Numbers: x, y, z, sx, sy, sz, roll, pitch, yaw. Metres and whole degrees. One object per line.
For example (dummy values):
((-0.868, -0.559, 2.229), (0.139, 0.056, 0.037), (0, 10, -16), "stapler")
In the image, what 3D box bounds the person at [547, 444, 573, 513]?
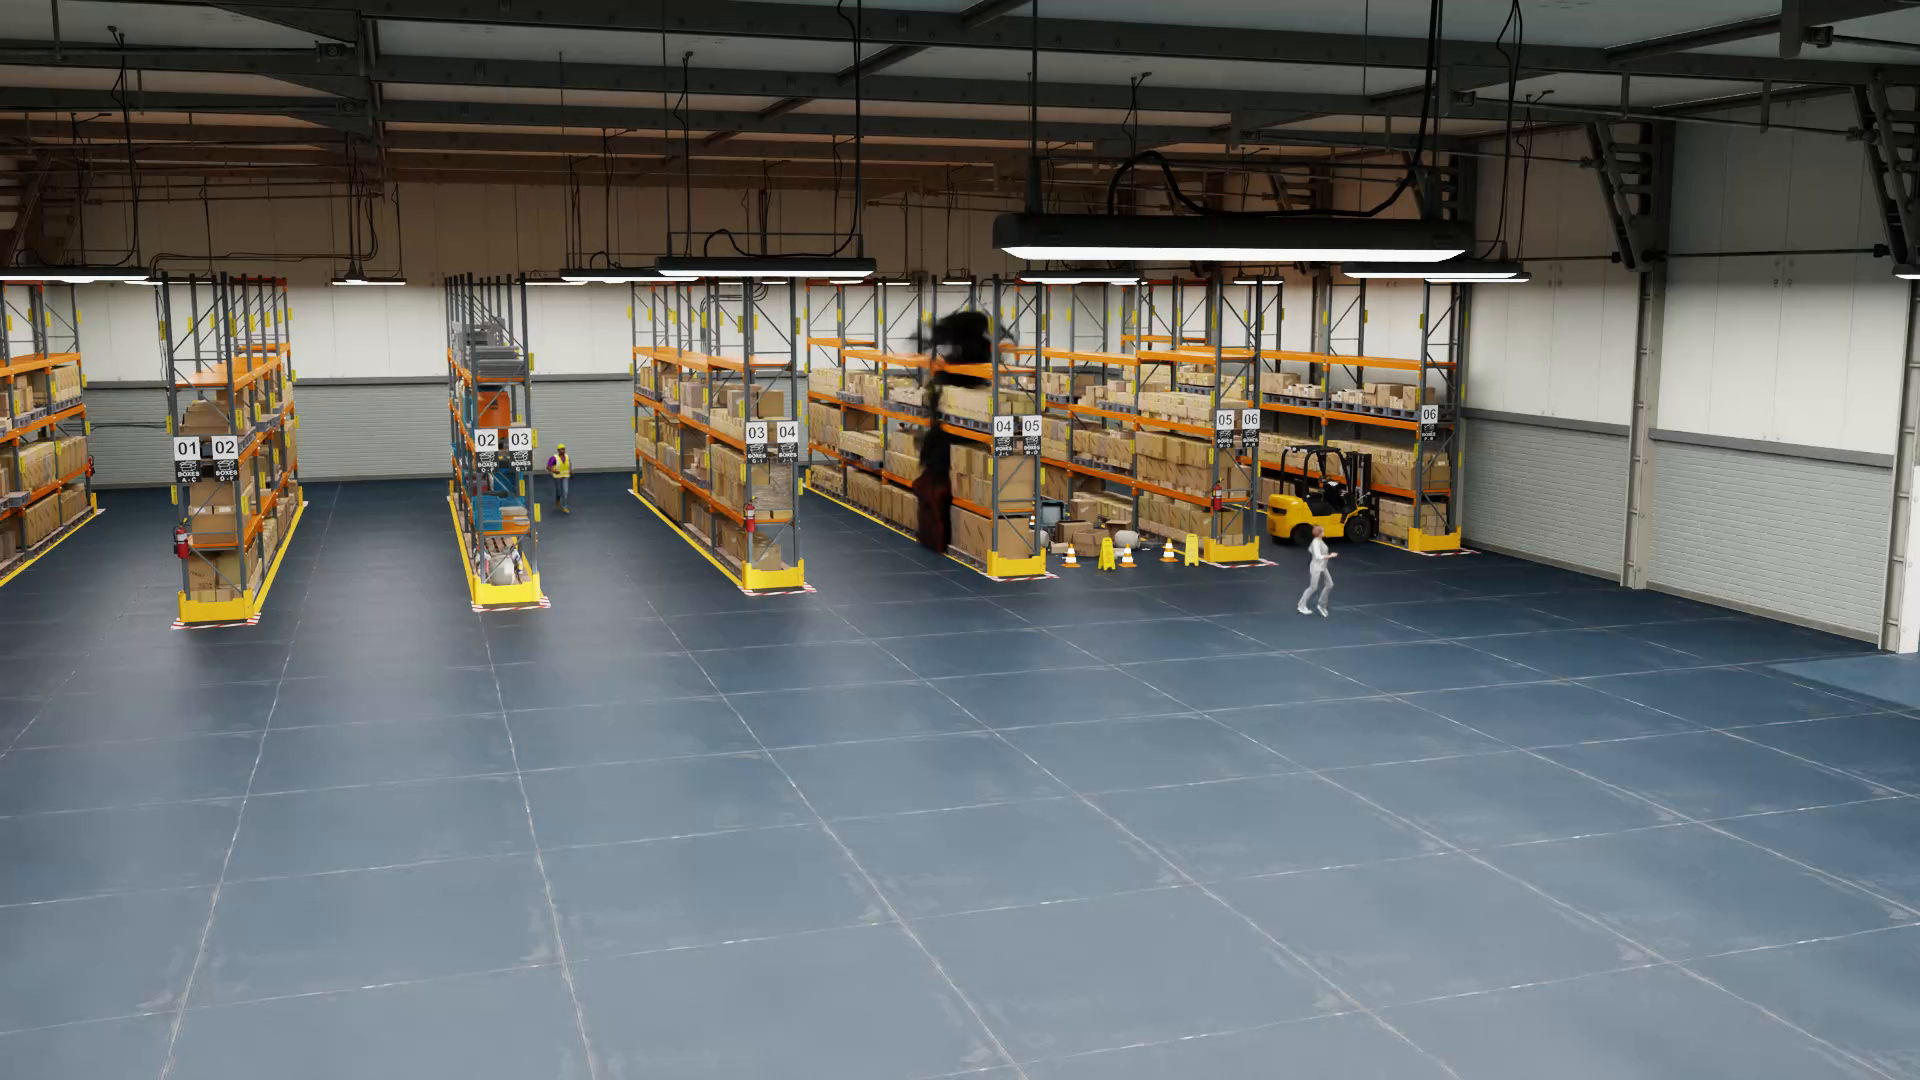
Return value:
((-10.293, -1.595, 42.870), (0.690, 1.764, 0.806), (-5, 10, -32), "person")

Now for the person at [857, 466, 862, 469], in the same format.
((-2.930, -2.773, 50.921), (0.880, 1.669, 0.580), (-7, 11, -40), "person")

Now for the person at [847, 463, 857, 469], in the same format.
((-3.259, -2.566, 49.809), (0.670, 1.620, 0.651), (6, 11, 36), "person")

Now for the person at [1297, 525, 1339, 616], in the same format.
((6.294, 0.551, 29.184), (0.684, 1.647, 0.526), (5, 10, 29), "person")

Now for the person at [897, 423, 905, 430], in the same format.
((-1.804, -2.736, 50.482), (0.969, 1.647, 0.567), (-3, 9, -20), "person")
